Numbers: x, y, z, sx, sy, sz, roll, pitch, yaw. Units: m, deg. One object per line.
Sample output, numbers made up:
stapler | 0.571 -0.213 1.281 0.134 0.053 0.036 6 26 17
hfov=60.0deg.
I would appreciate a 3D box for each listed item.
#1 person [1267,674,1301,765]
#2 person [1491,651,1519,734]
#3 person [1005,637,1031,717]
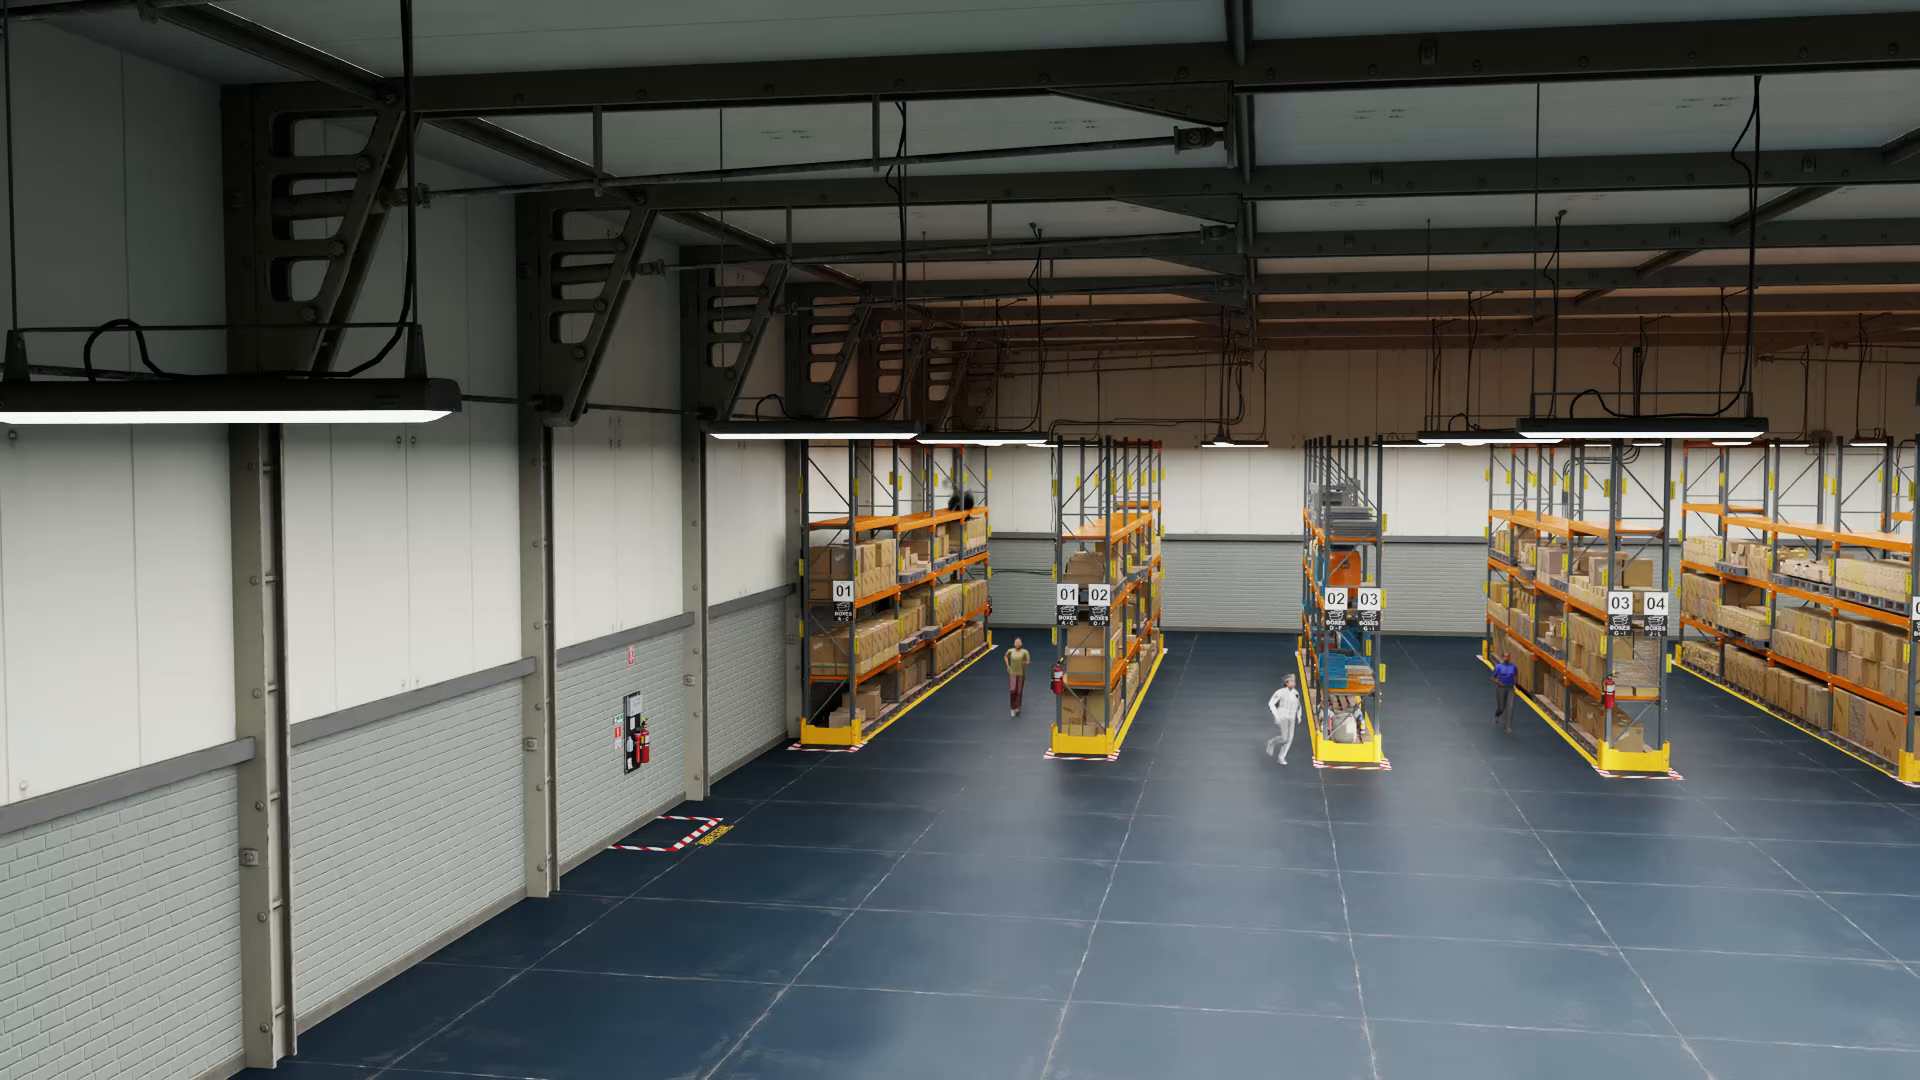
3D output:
person | 5.995 3.260 30.472 0.657 1.623 0.577 -1 3 -22
person | 11.083 3.068 33.761 0.581 1.632 0.887 0 3 4
person | 1.247 2.949 35.956 0.558 1.724 0.733 0 3 0
